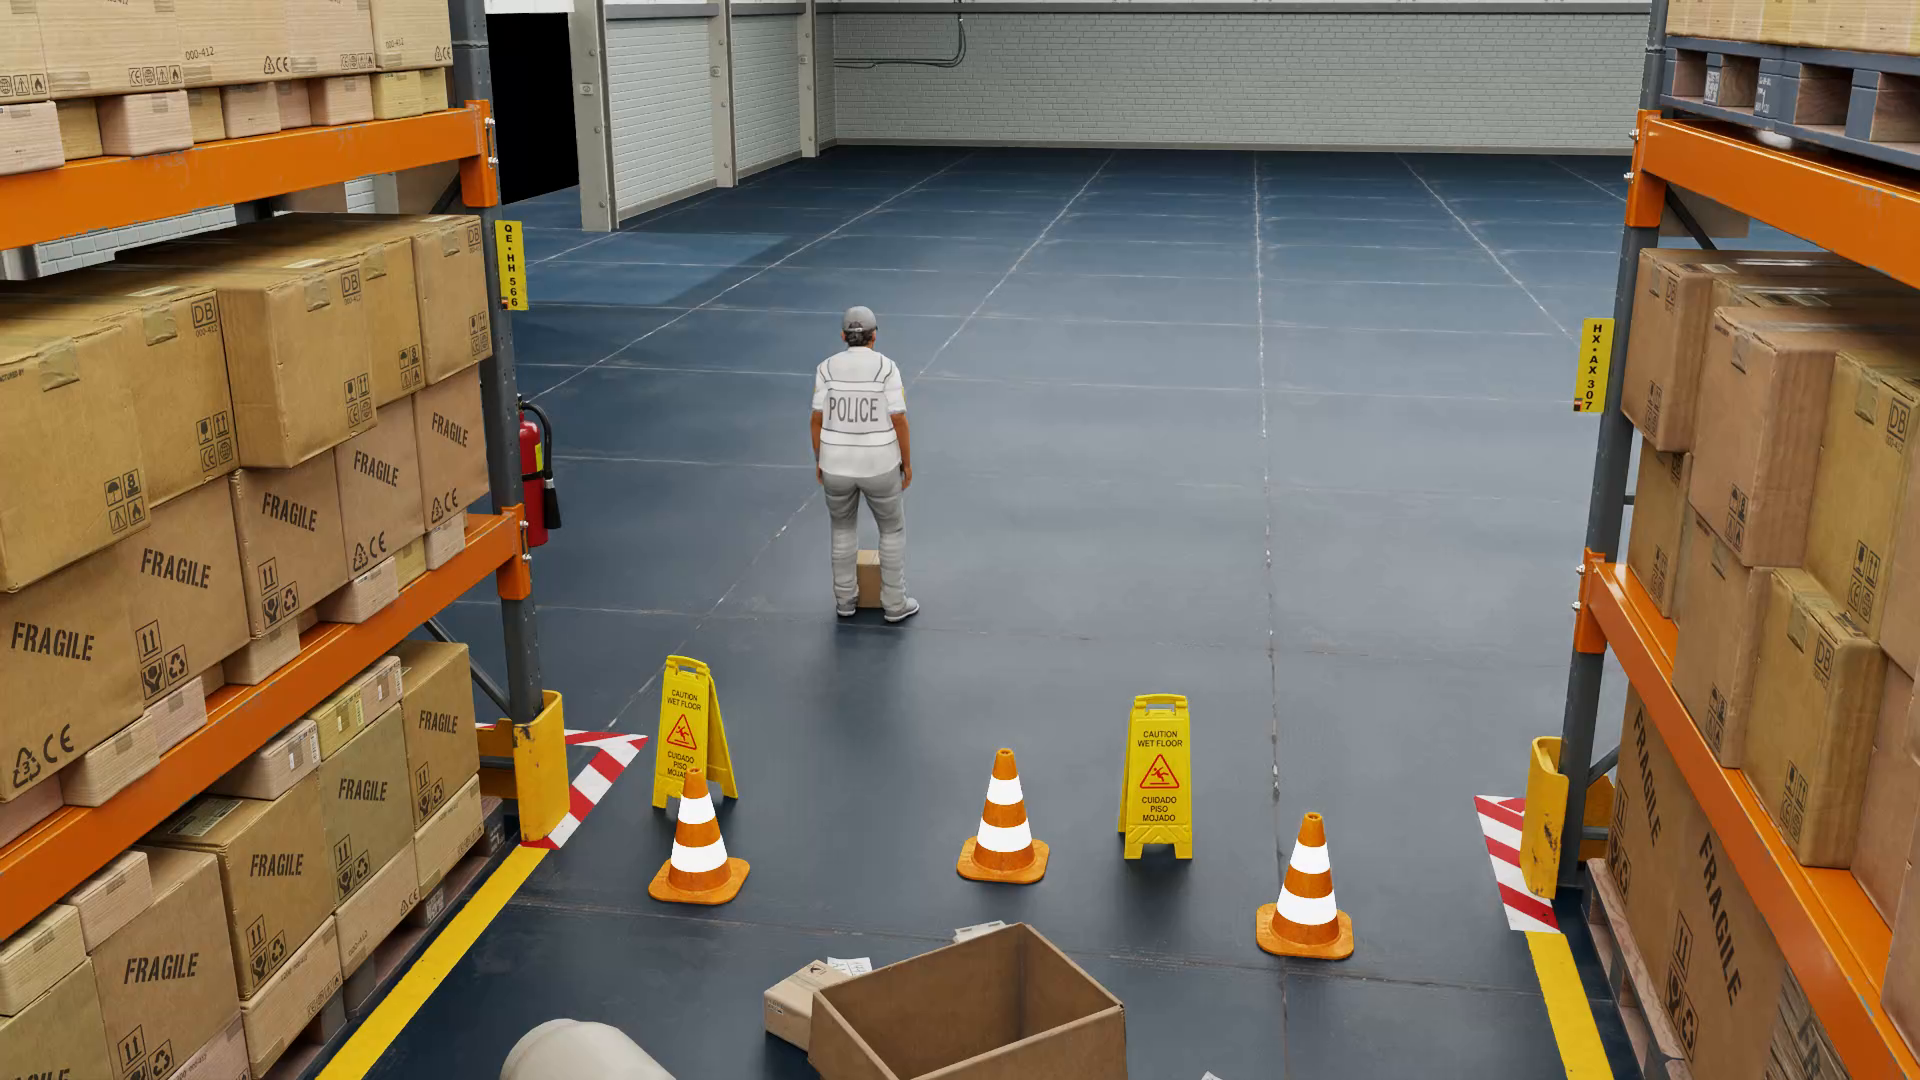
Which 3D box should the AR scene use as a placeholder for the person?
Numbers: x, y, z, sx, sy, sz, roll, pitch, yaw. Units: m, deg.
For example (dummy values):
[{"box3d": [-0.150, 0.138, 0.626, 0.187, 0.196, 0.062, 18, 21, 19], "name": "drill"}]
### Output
[{"box3d": [-0.505, -0.391, 8.747, 0.537, 1.666, 0.467, 3, 18, 9], "name": "person"}]
